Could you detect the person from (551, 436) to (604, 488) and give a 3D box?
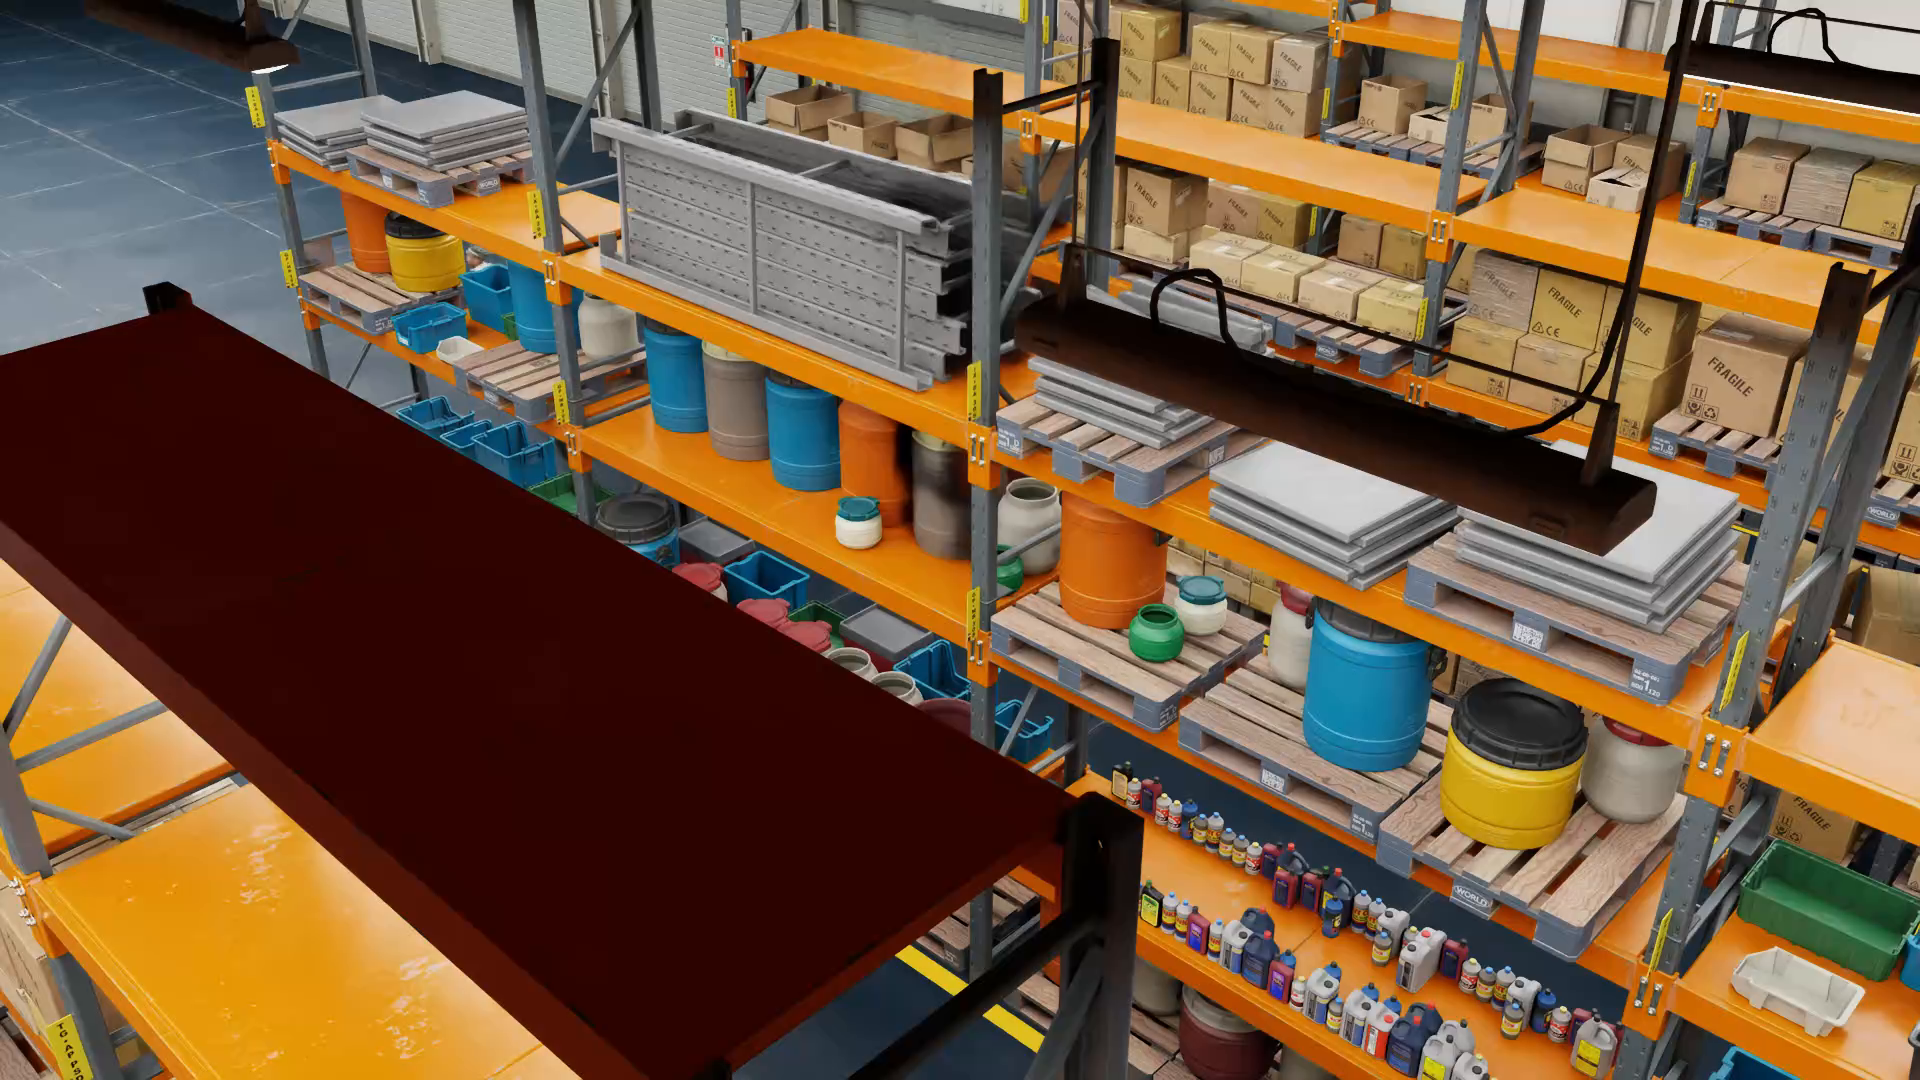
[{"bbox_3d":[-3.868,-1.011,16.439,0.652,1.666,0.601,15,33,24],"label":"person"}]

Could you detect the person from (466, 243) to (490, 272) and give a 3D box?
[{"bbox_3d":[-5.437,-2.552,19.012,0.692,1.736,0.693,-4,30,-8],"label":"person"}]
